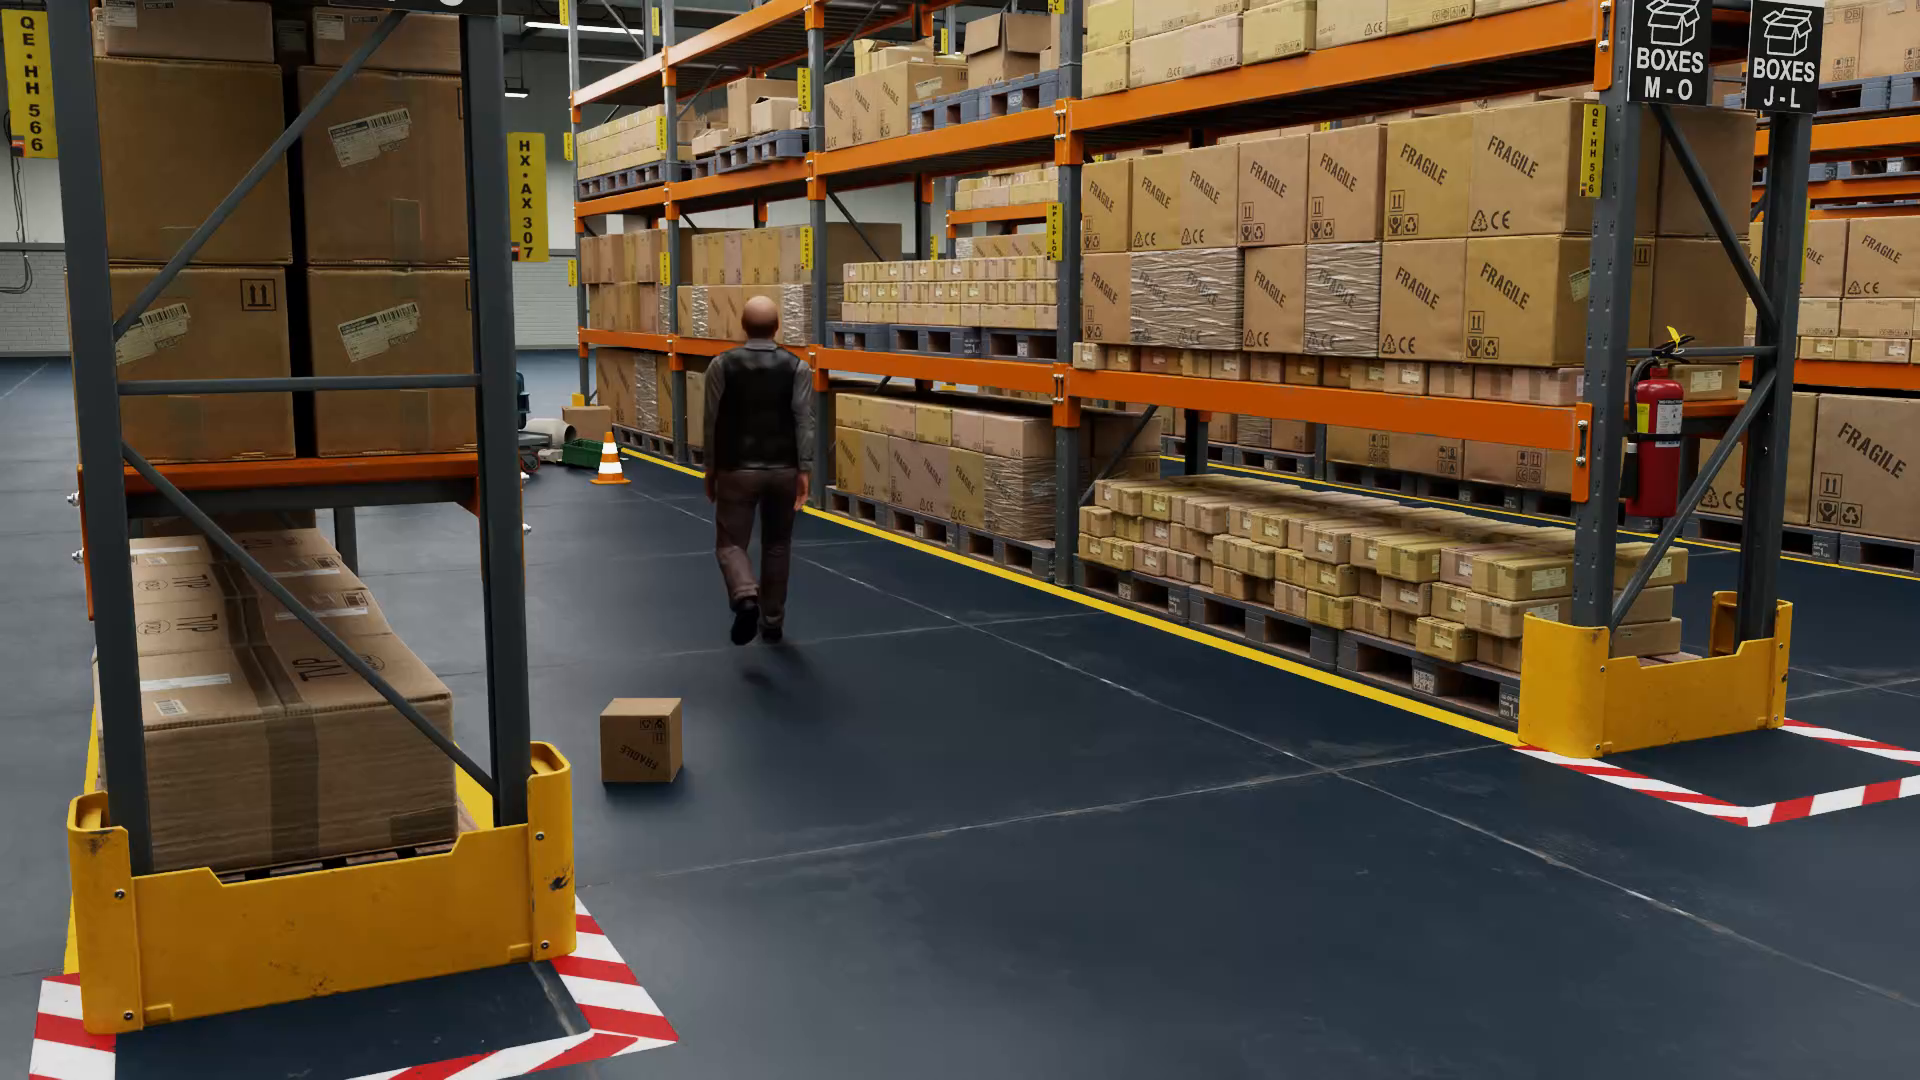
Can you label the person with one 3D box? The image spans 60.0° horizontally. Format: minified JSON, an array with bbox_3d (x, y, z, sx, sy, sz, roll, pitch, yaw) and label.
[{"bbox_3d":[-0.964,-0.321,8.011,0.530,1.692,0.839,-2,9,-13],"label":"person"}]
